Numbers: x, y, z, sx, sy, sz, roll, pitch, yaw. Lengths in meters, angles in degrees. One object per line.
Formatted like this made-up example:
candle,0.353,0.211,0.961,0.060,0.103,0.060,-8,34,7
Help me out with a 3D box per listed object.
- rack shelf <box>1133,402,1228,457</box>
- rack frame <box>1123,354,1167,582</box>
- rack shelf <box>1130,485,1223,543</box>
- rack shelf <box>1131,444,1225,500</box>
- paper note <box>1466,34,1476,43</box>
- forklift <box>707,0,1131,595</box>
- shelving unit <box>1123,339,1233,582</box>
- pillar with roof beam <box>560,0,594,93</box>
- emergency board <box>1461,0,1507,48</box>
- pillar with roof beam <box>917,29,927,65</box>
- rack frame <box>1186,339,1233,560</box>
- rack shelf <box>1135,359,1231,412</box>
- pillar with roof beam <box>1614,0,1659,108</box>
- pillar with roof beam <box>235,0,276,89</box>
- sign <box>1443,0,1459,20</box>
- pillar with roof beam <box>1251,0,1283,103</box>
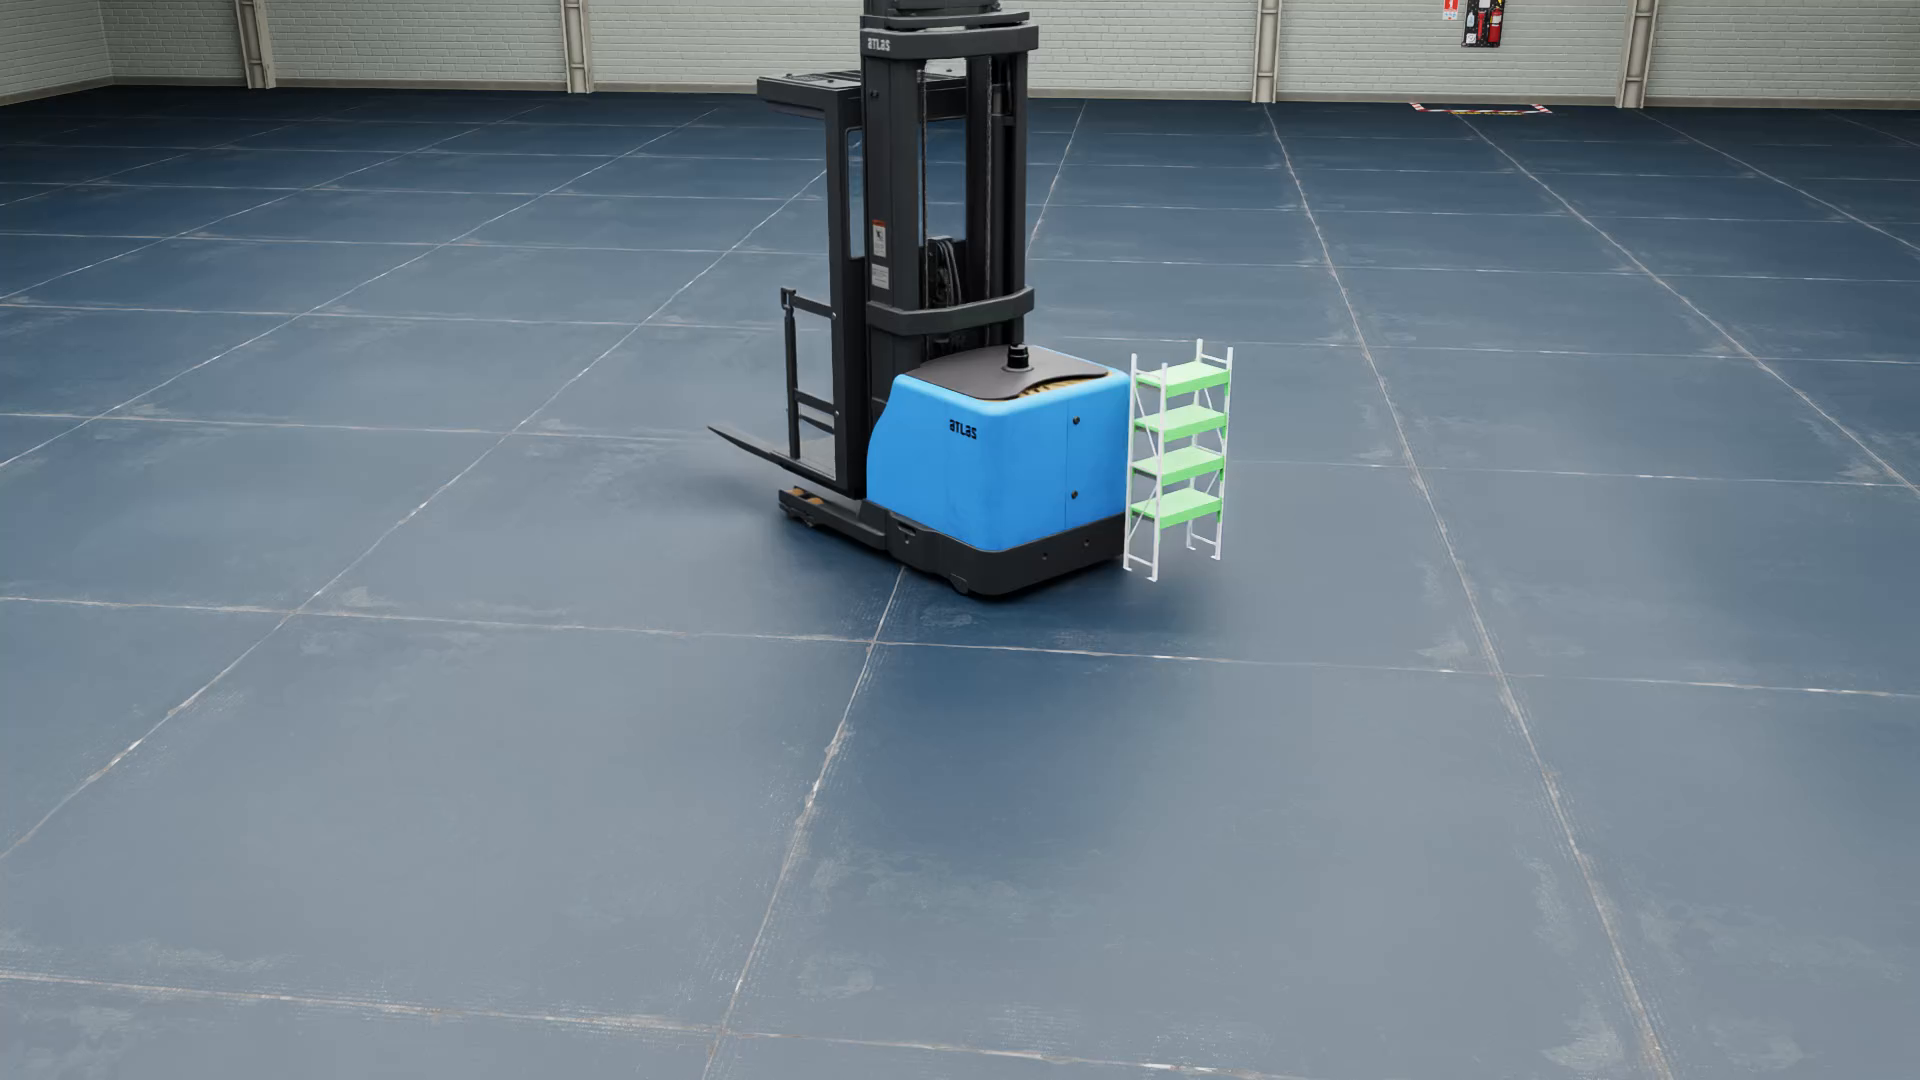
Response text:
rack shelf,1.160,-0.590,8.821,0.480,0.148,0.258,-17,27,-36
rack frame,0.971,-0.370,8.743,0.015,1.200,0.240,-17,27,-36
rack shelf,1.160,-0.144,8.998,0.480,0.148,0.258,-17,27,-36
rack shelf,1.160,-0.367,8.909,0.480,0.148,0.258,-17,27,-36
paper note,8.508,-8.348,27.673,0.142,0.148,0.016,2,22,6
forklift,-0.409,-1.547,9.367,1.130,2.935,3.031,-17,27,-36
shelving unit,1.160,-0.426,8.886,0.503,1.200,0.258,-17,27,-36
pillar with roof beam,-7.257,-10.601,24.013,0.400,9.000,9.100,2,22,6
emergency board,8.675,-8.724,27.428,0.643,1.169,0.194,2,22,6
pillar with roof beam,-1.299,-10.341,23.357,0.400,9.000,9.100,2,22,6
rack frame,1.350,-0.483,9.029,0.015,1.200,0.240,-17,27,-36
rack shelf,1.160,-0.813,8.733,0.480,0.148,0.258,-17,27,-36
pillar with roof beam,10.618,-9.822,22.044,0.400,9.000,9.100,2,22,6
pillar with roof beam,-13.215,-10.860,24.670,0.400,9.000,9.100,2,22,6
sign,8.138,-8.803,27.577,0.234,0.329,0.001,2,22,6
pillar with roof beam,4.660,-10.081,22.700,0.400,9.000,9.100,2,22,6
